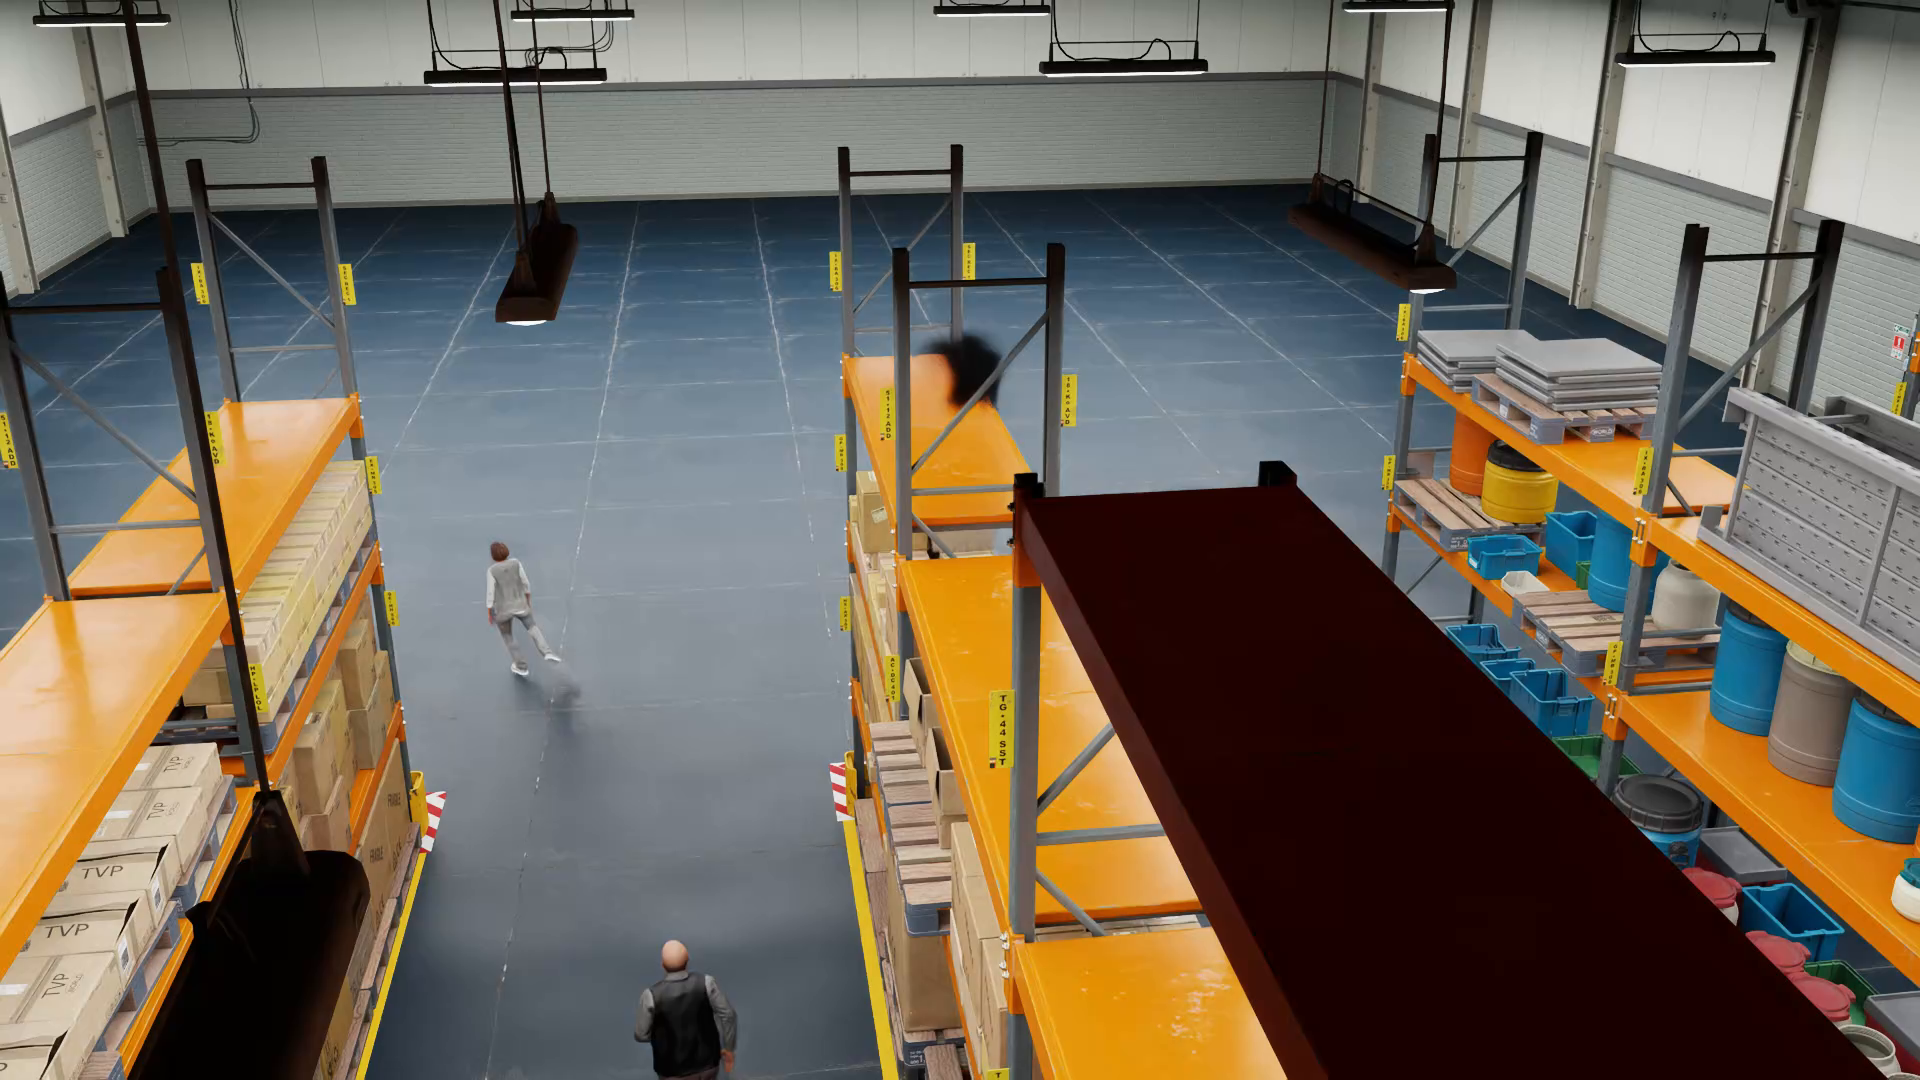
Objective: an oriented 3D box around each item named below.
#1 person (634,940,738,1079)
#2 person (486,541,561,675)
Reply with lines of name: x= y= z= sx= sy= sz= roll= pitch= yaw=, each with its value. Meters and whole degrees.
person: x=-1.772 y=3.403 z=10.808 sx=0.633 sy=1.656 sz=0.696 roll=-11 pitch=24 yaw=-25
person: x=-4.660 y=0.737 z=17.666 sx=0.672 sy=1.534 sz=0.502 roll=-13 pitch=25 yaw=-29
